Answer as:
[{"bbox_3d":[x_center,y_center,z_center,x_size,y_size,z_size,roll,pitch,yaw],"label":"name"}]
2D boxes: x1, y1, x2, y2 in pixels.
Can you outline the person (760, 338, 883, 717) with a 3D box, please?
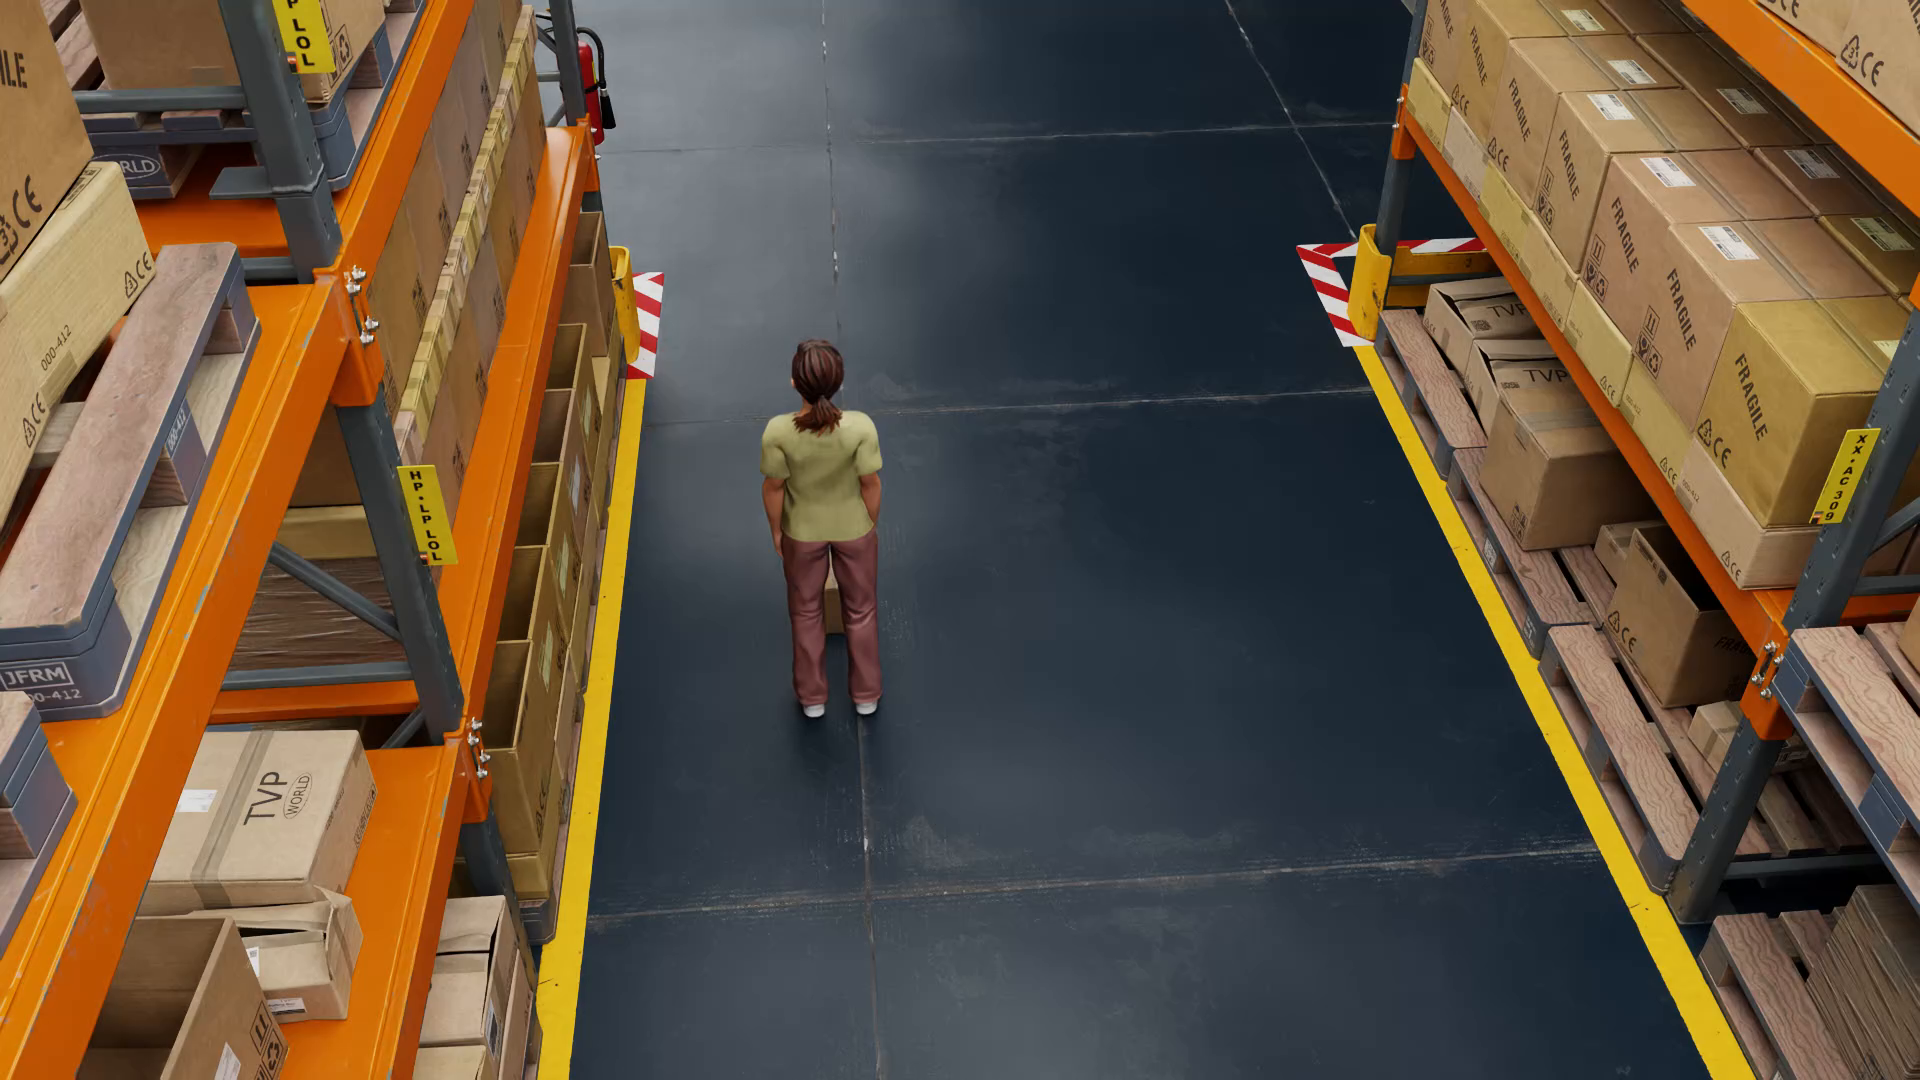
[{"bbox_3d":[-0.498,-0.019,6.178,0.439,1.674,0.349,-3,39,-3],"label":"person"}]
